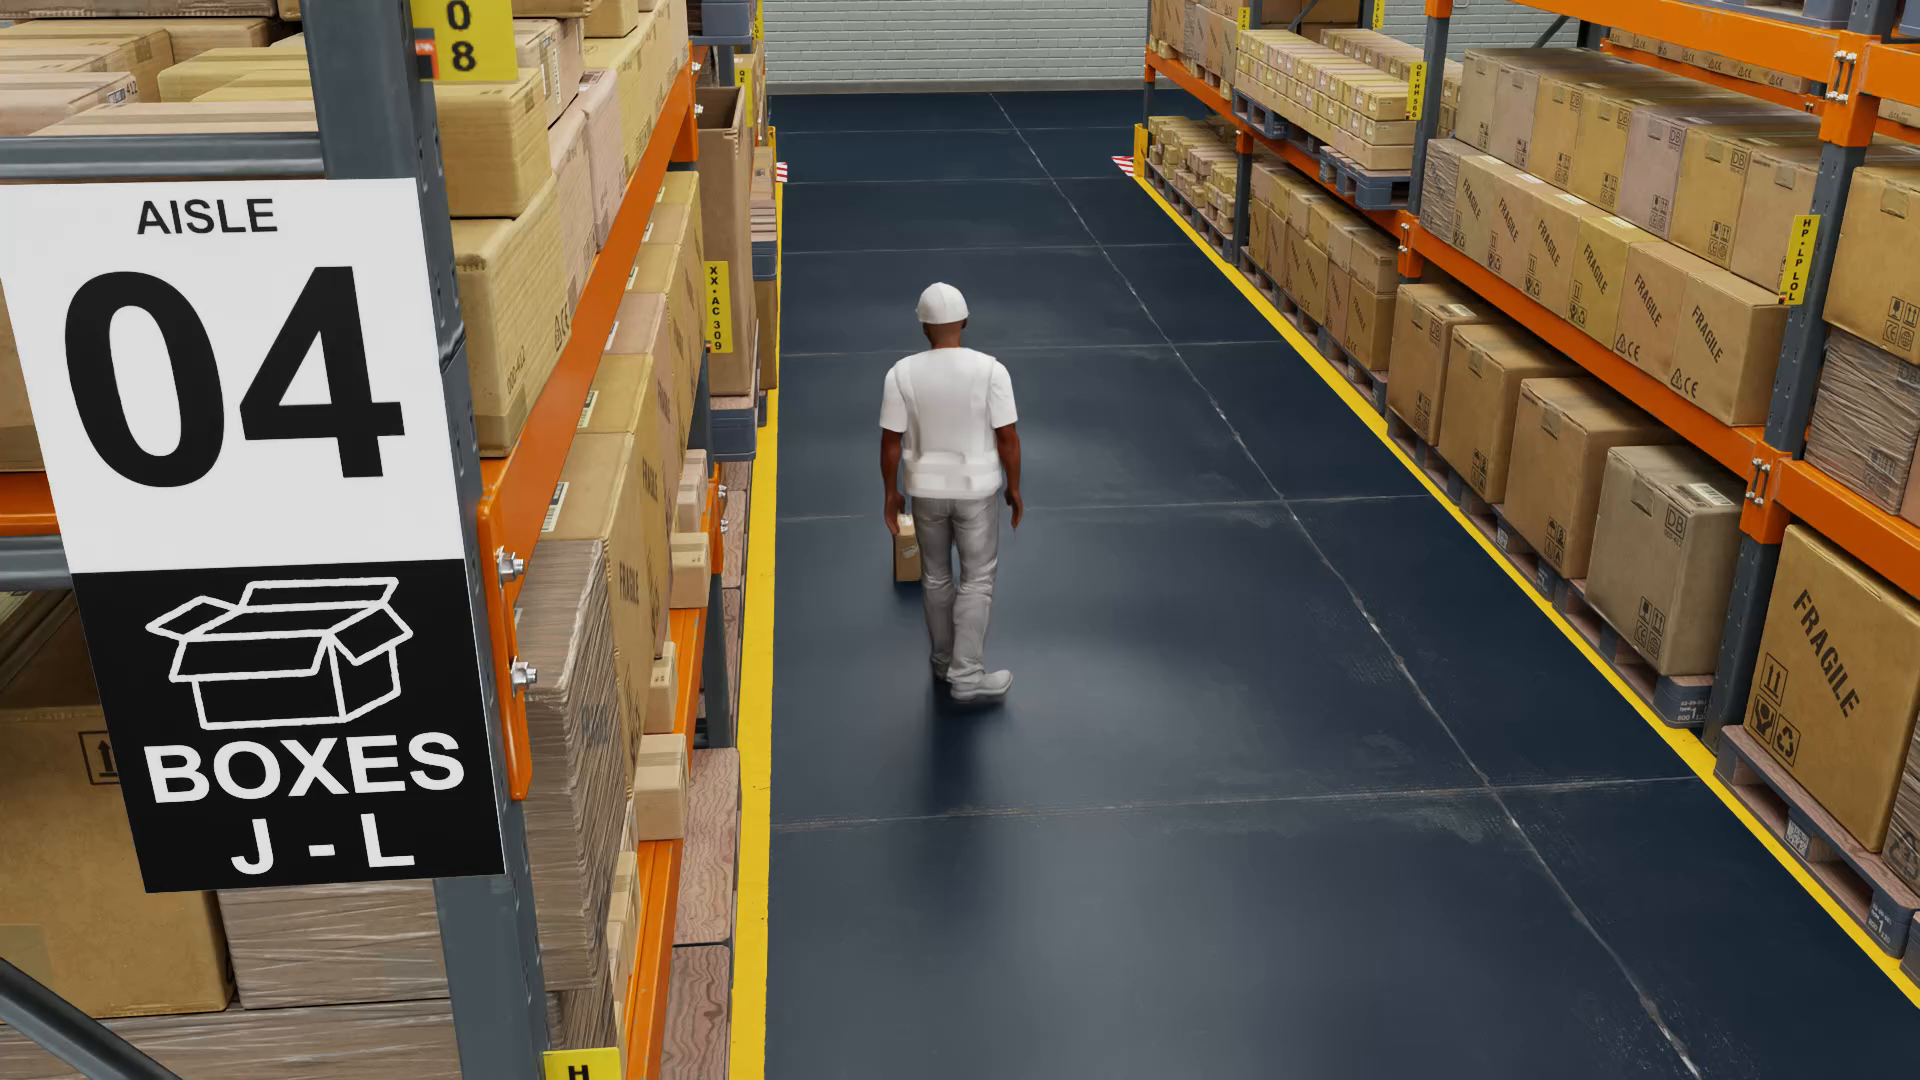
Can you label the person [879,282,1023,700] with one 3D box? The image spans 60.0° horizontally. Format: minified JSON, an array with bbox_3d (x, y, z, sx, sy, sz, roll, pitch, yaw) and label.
[{"bbox_3d":[-0.041,-0.189,7.006,0.603,1.754,0.571,4,24,8],"label":"person"}]
